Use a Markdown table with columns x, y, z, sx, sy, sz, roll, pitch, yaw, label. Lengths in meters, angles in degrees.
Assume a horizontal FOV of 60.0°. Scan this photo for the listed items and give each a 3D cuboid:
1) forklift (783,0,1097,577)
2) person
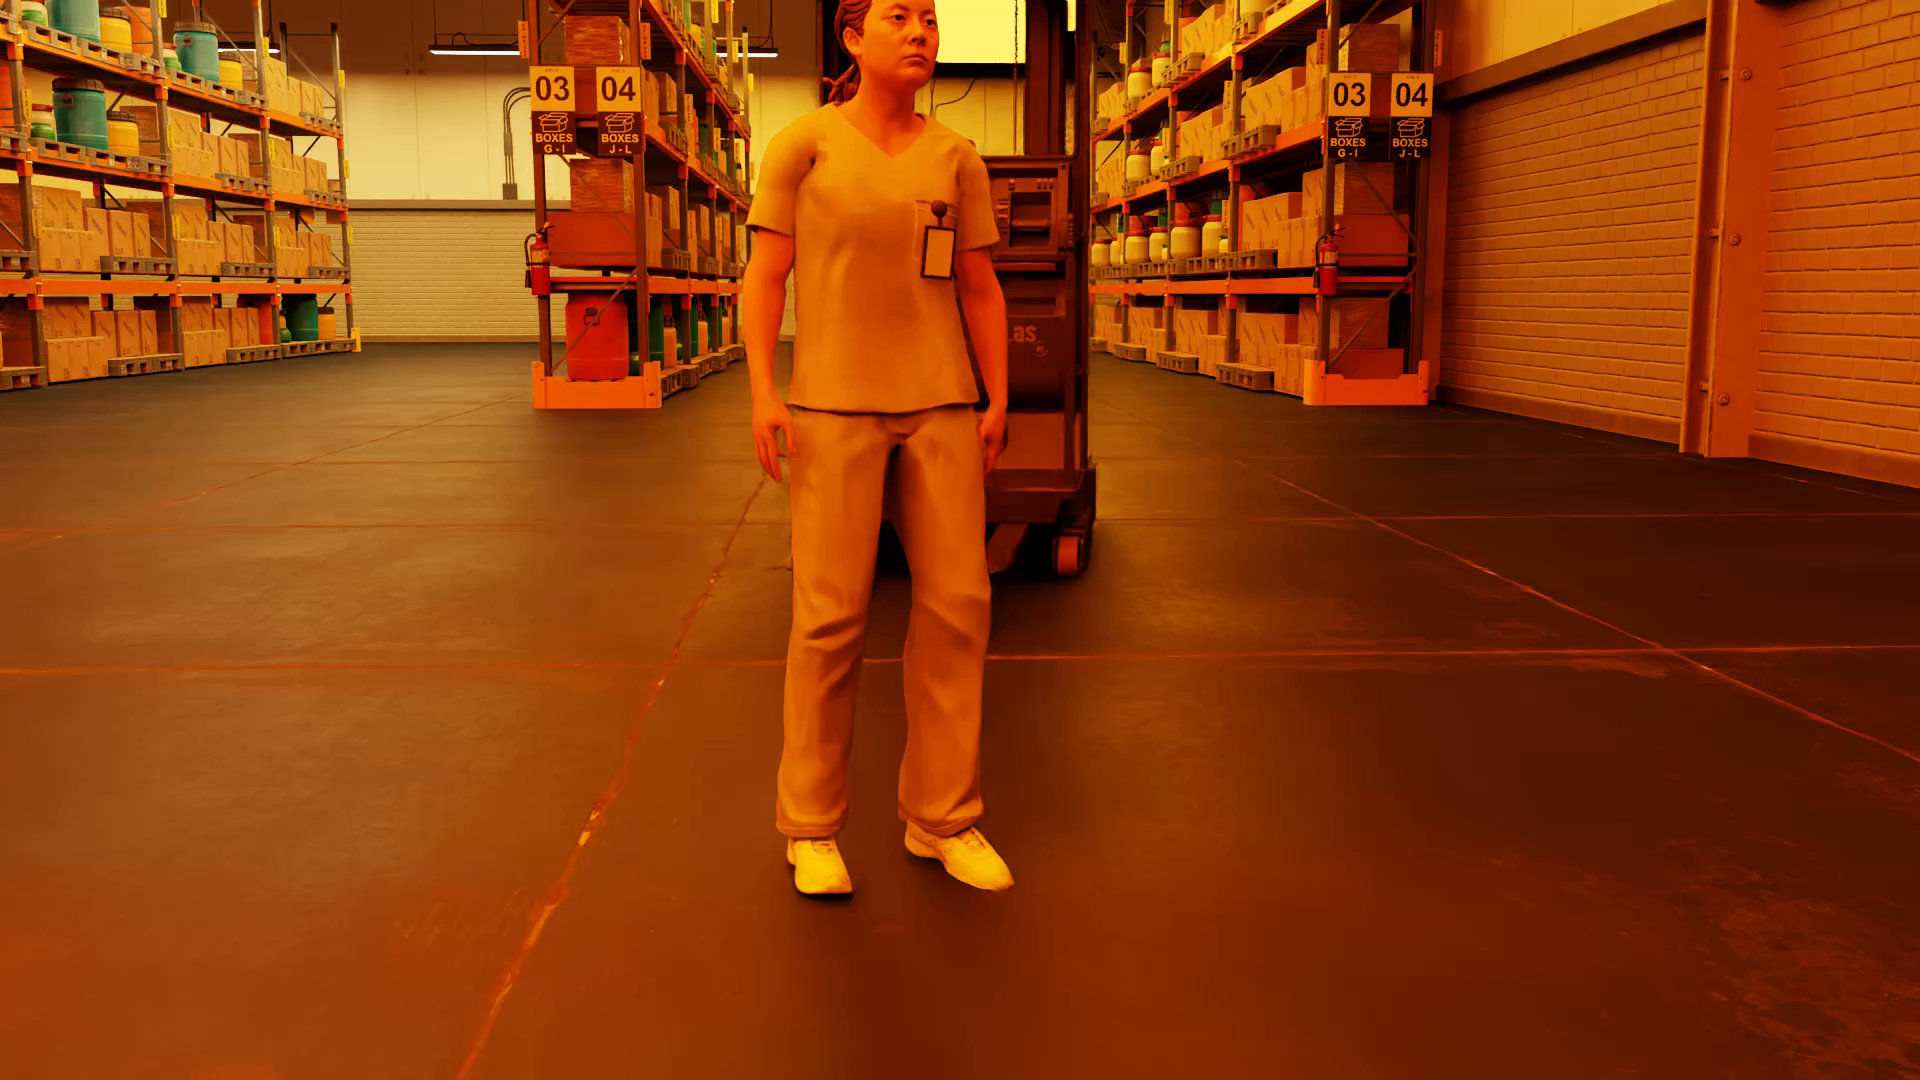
| x | y | z | sx | sy | sz | roll | pitch | yaw | label |
| --- | --- | --- | --- | --- | --- | --- | --- | --- | --- |
| -0.049 | -1.357 | 6.468 | 1.130 | 2.935 | 3.031 | 1 | 8 | 6 | forklift |
| -0.131 | -0.208 | 3.078 | 0.522 | 1.690 | 0.479 | -3 | 9 | -19 | person |
